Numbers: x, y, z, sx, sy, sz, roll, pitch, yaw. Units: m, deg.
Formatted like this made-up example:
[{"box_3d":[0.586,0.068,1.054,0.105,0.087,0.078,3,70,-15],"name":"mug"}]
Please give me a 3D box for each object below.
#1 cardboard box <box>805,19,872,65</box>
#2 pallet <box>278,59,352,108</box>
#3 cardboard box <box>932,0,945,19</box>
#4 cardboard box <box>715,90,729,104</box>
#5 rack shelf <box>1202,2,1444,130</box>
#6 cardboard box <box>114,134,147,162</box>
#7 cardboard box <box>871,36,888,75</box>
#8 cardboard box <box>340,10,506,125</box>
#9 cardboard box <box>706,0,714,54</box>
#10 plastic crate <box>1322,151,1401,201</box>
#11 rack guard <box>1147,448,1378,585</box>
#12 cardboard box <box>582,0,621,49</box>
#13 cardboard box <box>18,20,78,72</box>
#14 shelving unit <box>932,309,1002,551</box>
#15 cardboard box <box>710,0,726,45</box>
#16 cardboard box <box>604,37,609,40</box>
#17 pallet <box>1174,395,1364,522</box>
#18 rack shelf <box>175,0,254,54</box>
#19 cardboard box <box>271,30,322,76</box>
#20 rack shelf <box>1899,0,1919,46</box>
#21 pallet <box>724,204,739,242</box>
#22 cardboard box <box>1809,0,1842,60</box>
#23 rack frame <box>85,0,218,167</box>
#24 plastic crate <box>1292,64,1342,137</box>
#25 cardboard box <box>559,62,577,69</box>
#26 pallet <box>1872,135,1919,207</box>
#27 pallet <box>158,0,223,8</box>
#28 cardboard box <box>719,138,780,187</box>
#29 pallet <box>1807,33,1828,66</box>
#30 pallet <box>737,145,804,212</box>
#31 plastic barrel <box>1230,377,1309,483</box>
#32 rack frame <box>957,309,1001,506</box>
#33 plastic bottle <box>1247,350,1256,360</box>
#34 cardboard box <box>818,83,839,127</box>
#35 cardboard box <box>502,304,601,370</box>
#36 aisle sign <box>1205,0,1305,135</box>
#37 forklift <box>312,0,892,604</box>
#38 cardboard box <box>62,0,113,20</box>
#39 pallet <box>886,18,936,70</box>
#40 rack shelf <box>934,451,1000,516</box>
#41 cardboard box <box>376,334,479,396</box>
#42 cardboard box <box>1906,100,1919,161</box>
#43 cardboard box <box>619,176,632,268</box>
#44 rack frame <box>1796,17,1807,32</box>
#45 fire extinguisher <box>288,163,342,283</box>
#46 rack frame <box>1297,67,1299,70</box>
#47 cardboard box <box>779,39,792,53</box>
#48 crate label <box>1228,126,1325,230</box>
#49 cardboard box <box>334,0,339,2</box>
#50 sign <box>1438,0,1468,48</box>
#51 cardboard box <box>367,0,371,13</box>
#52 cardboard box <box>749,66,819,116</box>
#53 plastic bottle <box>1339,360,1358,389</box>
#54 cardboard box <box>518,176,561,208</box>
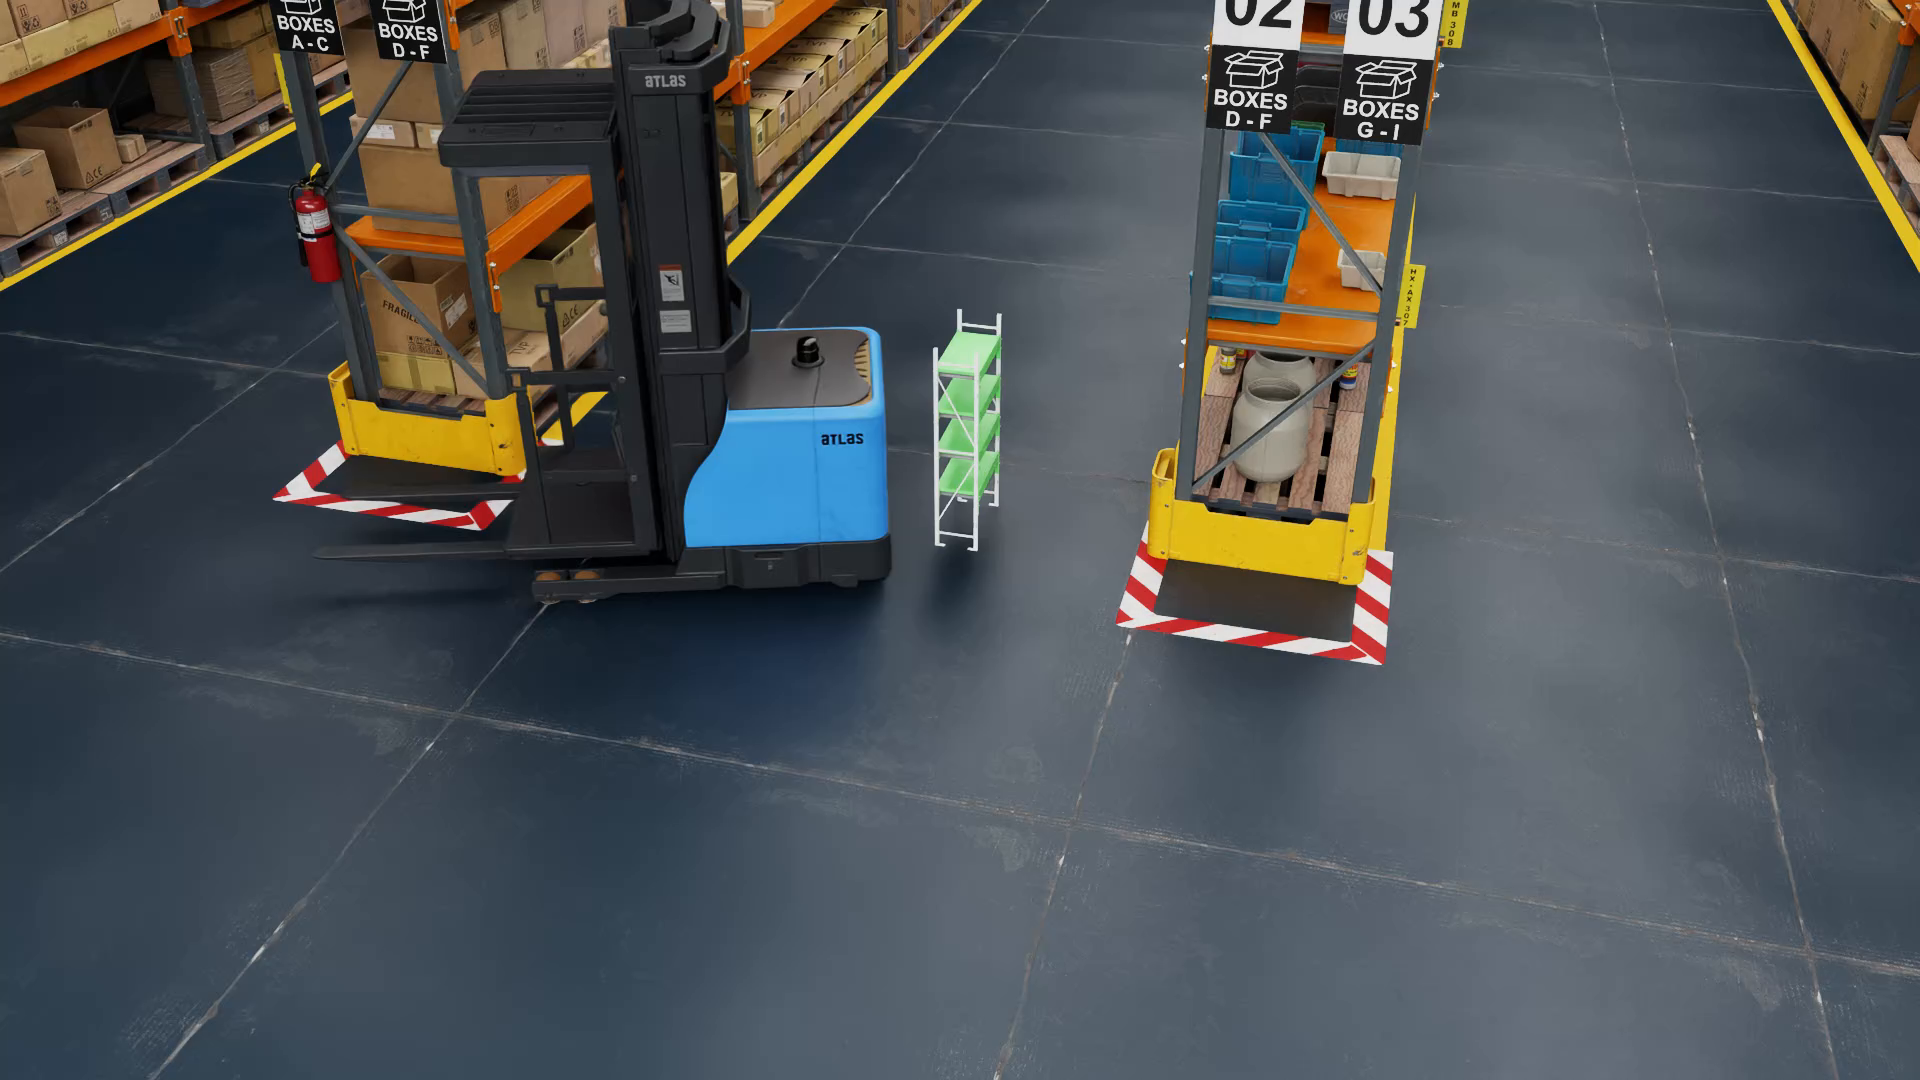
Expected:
[{"box_3d":[-1.132,-4.646,15.411,0.500,0.311,0.500,8,33,12],"name":"cardboard box"},{"box_3d":[-6.415,-4.428,16.018,1.003,0.211,1.213,8,33,12],"name":"pallet"},{"box_3d":[-0.460,-5.828,17.542,0.500,0.500,0.500,8,33,12],"name":"cardboard box"},{"box_3d":[-2.175,-3.666,13.870,0.500,0.311,0.500,9,34,14],"name":"cardboard box"},{"box_3d":[2.156,-3.141,9.269,1.077,0.370,4.000,8,33,12],"name":"rack shelf"},{"box_3d":[-7.026,-3.273,13.834,0.380,0.166,0.250,4,33,6],"name":"cardboard box"},{"box_3d":[-1.009,-4.679,15.986,0.500,0.250,0.500,9,33,14],"name":"cardboard box"},{"box_3d":[-2.998,-2.675,9.359,0.700,0.500,0.500,8,33,13],"name":"cardboard box"},{"box_3d":[-2.233,-3.704,12.187,0.700,0.500,0.500,7,33,11],"name":"cardboard box"},{"box_3d":[2.496,-2.228,10.204,0.530,0.136,0.437,8,33,12],"name":"plastic crate"},{"box_3d":[1.622,-0.132,8.991,1.175,0.500,0.348,8,33,12],"name":"rack guard"},{"box_3d":[-2.615,-3.470,10.610,0.700,0.500,0.500,8,33,12],"name":"cardboard box"},{"box_3d":[-6.993,-3.703,12.400,0.500,0.250,0.500,8,33,12],"name":"cardboard box"},{"box_3d":[0.042,-0.592,9.063,0.258,1.200,0.503,8,33,12],"name":"shelving unit"},{"box_3d":[-2.044,-4.091,13.029,0.500,0.250,0.500,10,34,15],"name":"cardboard box"},{"box_3d":[-2.377,-3.241,10.855,0.380,0.149,0.250,9,34,14],"name":"cardboard box"},{"box_3d":[1.834,-0.430,9.730,1.003,0.211,1.213,8,33,12],"name":"pallet"},{"box_3d":[-6.412,-5.299,15.461,1.077,0.370,4.000,8,33,12],"name":"rack shelf"},{"box_3d":[-6.497,-4.614,15.632,0.700,0.500,0.500,8,33,13],"name":"cardboard box"},{"box_3d":[7.962,-3.276,12.278,1.077,0.370,4.000,8,33,12],"name":"rack shelf"},{"box_3d":[-2.369,-2.309,12.685,1.003,0.211,1.213,8,33,12],"name":"pallet"},{"box_3d":[9.116,-5.175,16.184,1.225,0.875,0.875,7,33,11],"name":"cardboard box"},{"box_3d":[-6.919,-4.565,13.635,1.000,3.000,0.127,8,33,12],"name":"rack frame"},{"box_3d":[2.408,-2.936,11.130,0.767,0.338,0.504,8,33,12],"name":"plastic crate"},{"box_3d":[-2.573,-2.843,10.228,0.380,0.149,0.250,7,33,11],"name":"cardboard box"},{"box_3d":[8.270,-3.036,13.828,1.003,0.211,1.213,8,33,12],"name":"pallet"},{"box_3d":[-6.585,-4.861,14.279,1.003,0.211,1.213,8,33,12],"name":"pallet"},{"box_3d":[-1.785,-3.085,13.478,0.500,0.250,0.500,7,33,11],"name":"cardboard box"},{"box_3d":[9.362,-5.106,17.085,1.003,0.211,1.213,8,33,12],"name":"pallet"},{"box_3d":[-1.977,-3.103,13.935,1.003,0.211,1.213,8,33,12],"name":"pallet"},{"box_3d":[1.742,-0.620,9.357,0.421,0.512,0.421,0,32,0],"name":"plastic barrel"},{"box_3d":[0.104,-0.719,9.262,0.240,1.200,0.015,8,33,12],"name":"rack frame"},{"box_3d":[1.884,-1.305,10.629,0.061,0.283,0.133,8,33,12],"name":"plastic bottle"},{"box_3d":[-1.395,-3.883,14.734,0.500,0.250,0.500,9,33,13],"name":"cardboard box"},{"box_3d":[-2.667,-1.342,10.736,0.500,0.250,0.500,8,33,12],"name":"cardboard box"},{"box_3d":[1.343,-2.241,7.556,0.394,0.787,0.004,8,33,12],"name":"aisle sign"},{"box_3d":[-1.904,-1.194,8.397,3.031,2.935,1.130,-2,33,-3],"name":"forklift"},{"box_3d":[-6.861,-4.279,12.608,0.500,0.500,0.500,8,33,12],"name":"cardboard box"},{"box_3d":[-0.886,-5.174,17.192,1.003,0.211,1.213,8,33,12],"name":"pallet"},{"box_3d":[0.042,-0.336,9.226,0.258,0.148,0.480,8,33,12],"name":"rack shelf"},{"box_3d":[-3.292,-1.152,10.438,0.500,0.250,0.500,8,33,12],"name":"cardboard box"},{"box_3d":[8.319,-3.398,13.719,0.700,0.500,0.500,6,33,10],"name":"cardboard box"},{"box_3d":[-2.407,-2.176,11.350,0.500,0.500,0.500,8,33,12],"name":"cardboard box"},{"box_3d":[9.485,-6.693,16.983,1.000,3.000,0.127,8,33,12],"name":"rack frame"},{"box_3d":[-3.621,-1.786,9.336,0.296,0.674,0.183,8,33,12],"name":"fire extinguisher"},{"box_3d":[2.664,-3.216,11.513,1.000,3.000,0.127,8,33,12],"name":"rack frame"},{"box_3d":[-1.785,-4.452,15.106,0.500,0.311,0.500,7,33,11],"name":"cardboard box"},{"box_3d":[1.854,-2.147,9.799,0.502,0.435,0.616,8,33,12],"name":"crate label"},{"box_3d":[-6.242,-5.420,16.201,0.500,0.250,0.500,9,33,13],"name":"cardboard box"},{"box_3d":[2.179,-2.333,7.320,0.100,0.325,0.005,8,33,12],"name":"sign"},{"box_3d":[-6.036,-5.391,16.854,0.700,0.500,0.500,8,33,13],"name":"cardboard box"},{"box_3d":[-1.519,-3.854,14.166,0.500,0.311,0.500,7,33,11],"name":"cardboard box"},{"box_3d":[2.410,-1.073,10.275,0.097,0.271,0.097,0,32,0],"name":"plastic bottle"},{"box_3d":[-2.882,-2.373,10.093,0.700,0.500,0.500,9,34,14],"name":"cardboard box"}]
